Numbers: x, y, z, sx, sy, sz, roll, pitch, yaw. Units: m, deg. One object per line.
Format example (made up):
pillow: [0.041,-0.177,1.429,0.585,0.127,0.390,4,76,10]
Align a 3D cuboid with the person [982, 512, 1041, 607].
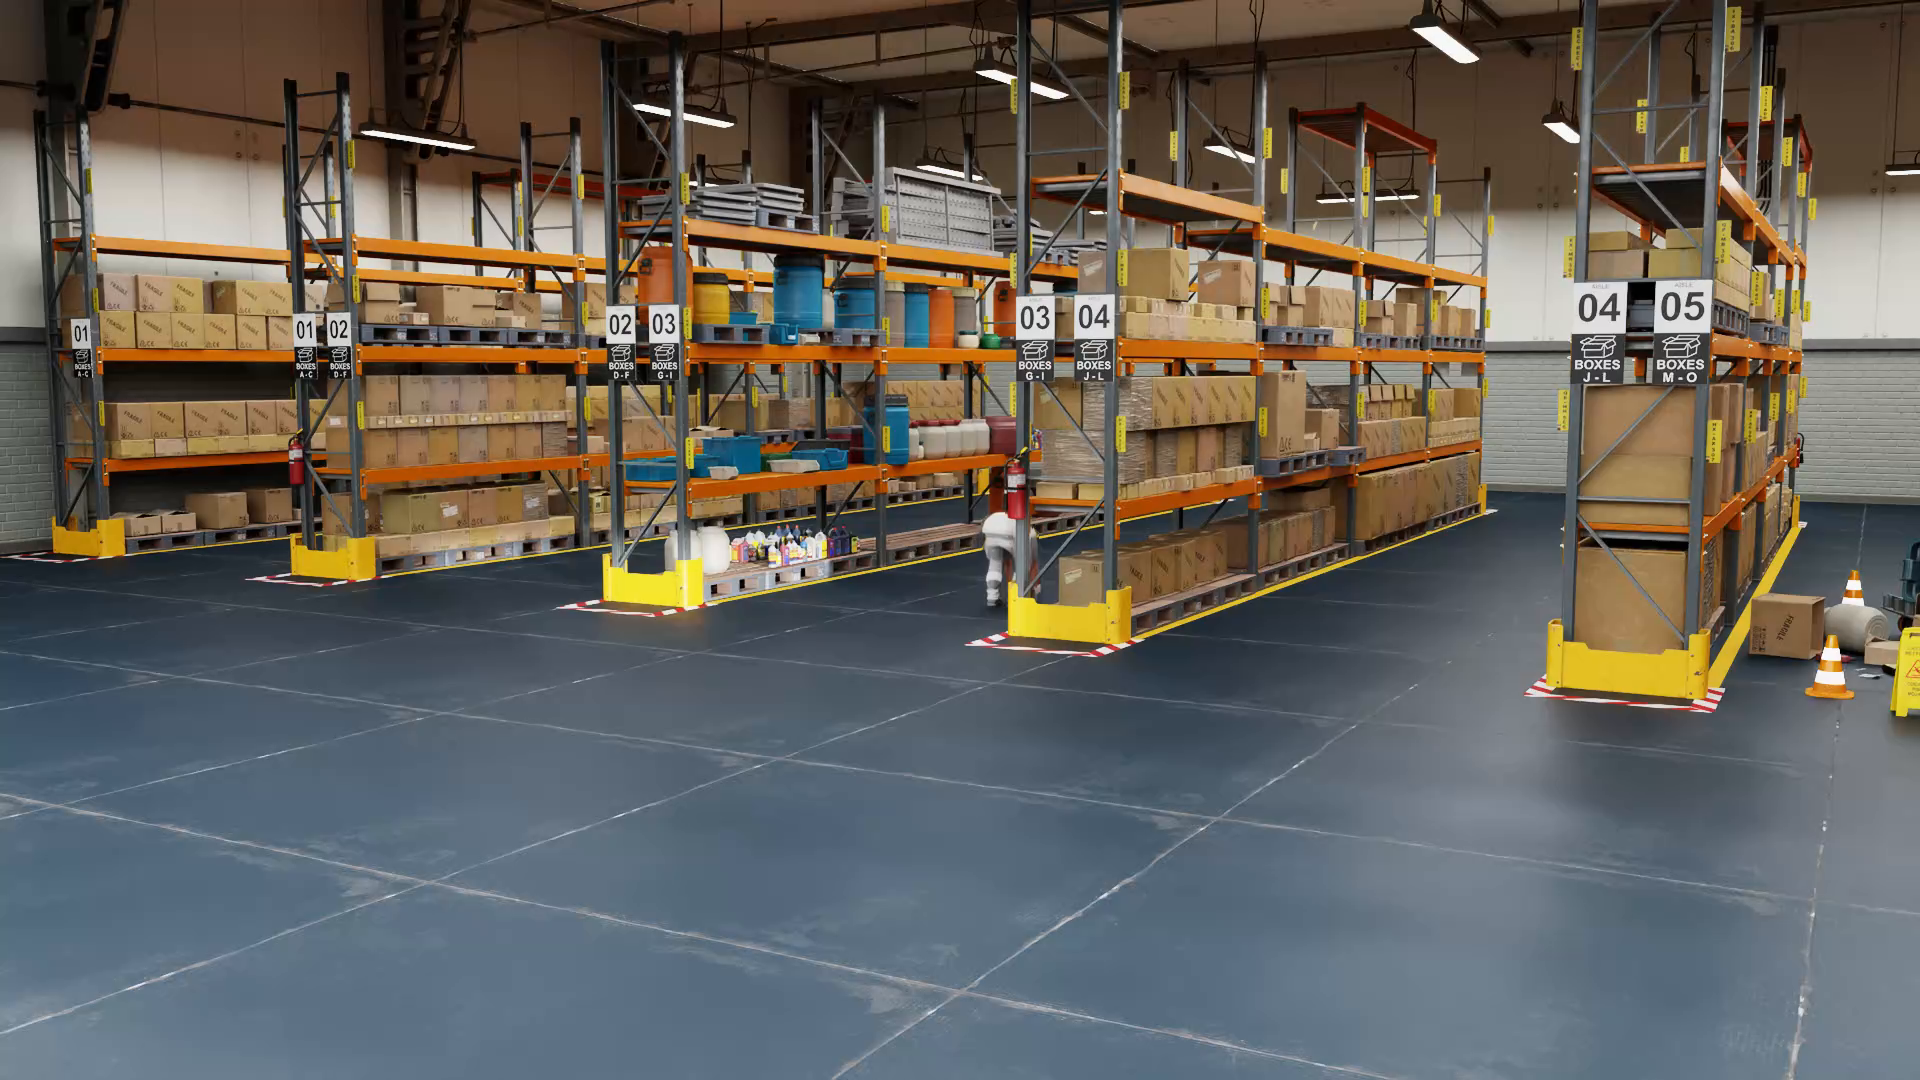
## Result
person: [0.566,0.186,17.932,0.522,1.010,0.952,3,7,26]
